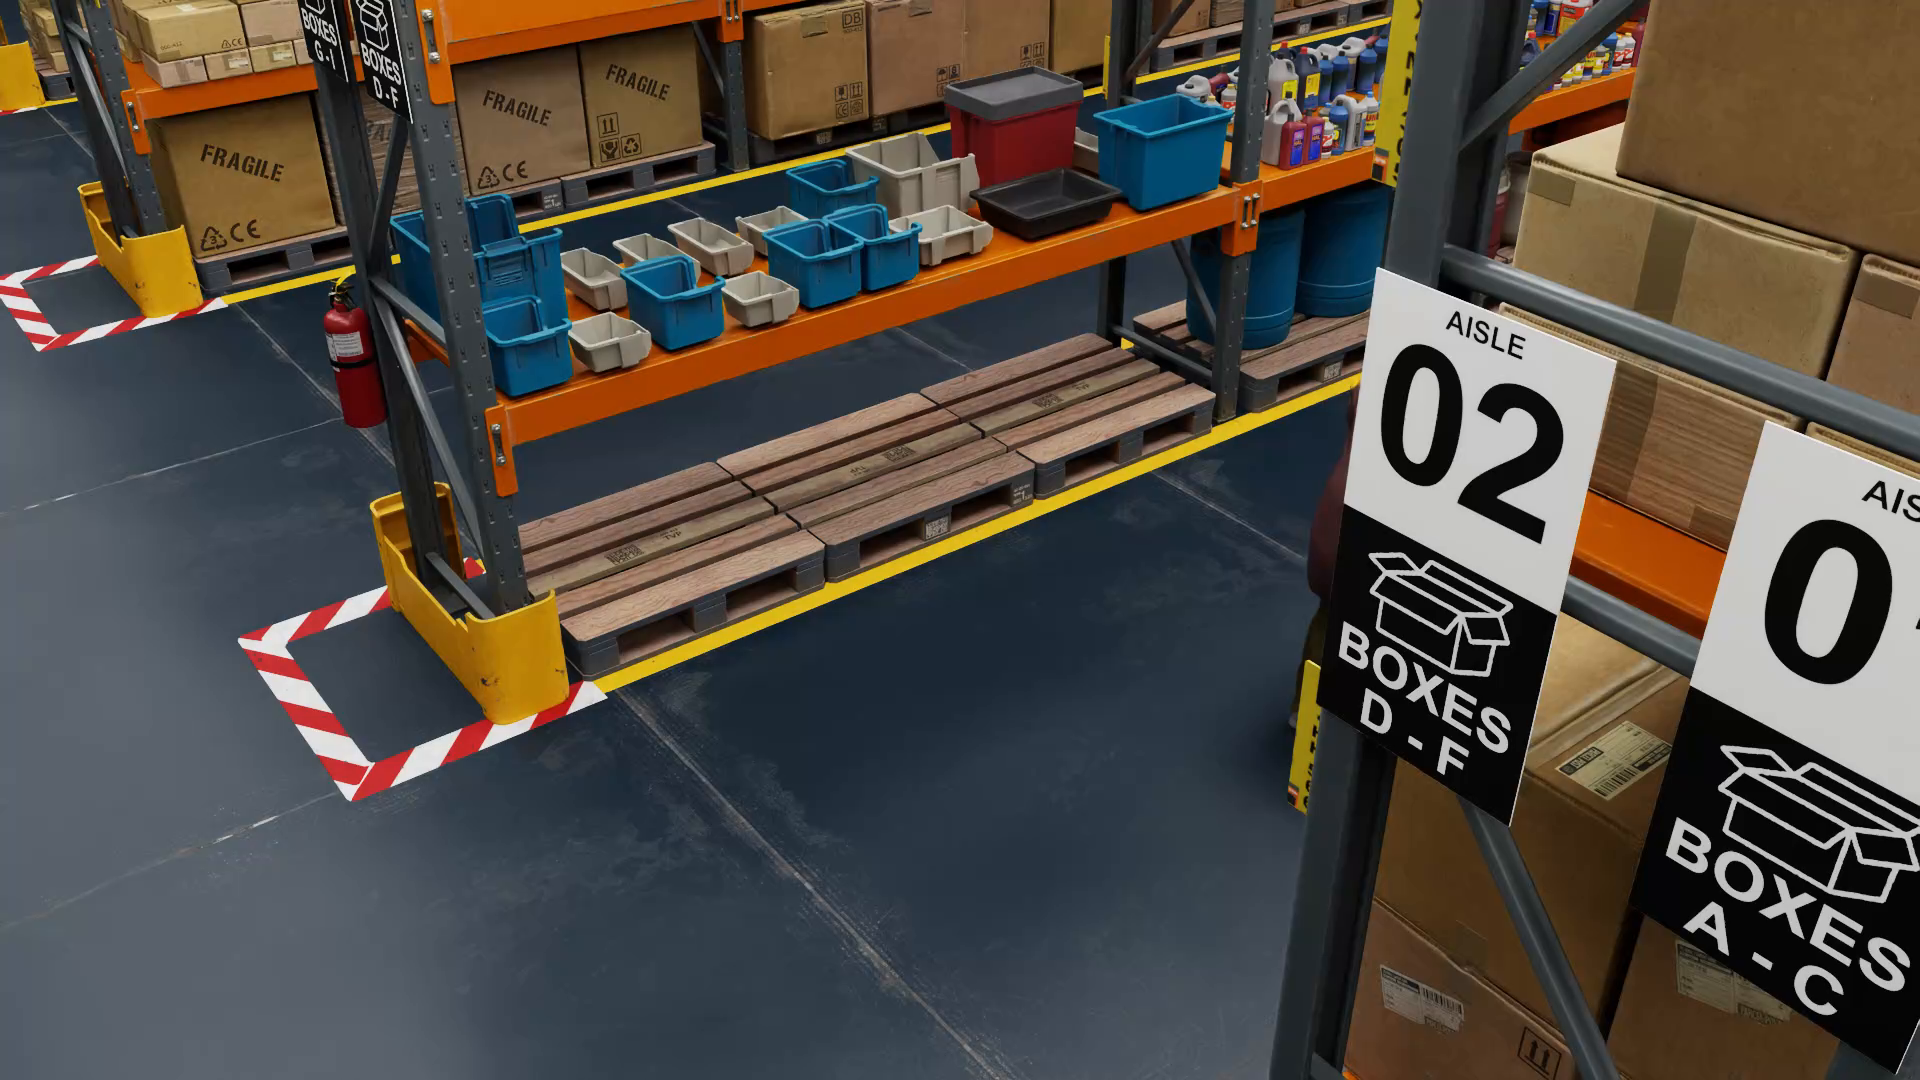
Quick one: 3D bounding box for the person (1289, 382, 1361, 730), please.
[{"bbox_3d":[1.605,-0.004,6.221,0.608,1.716,0.537,-23,38,-32],"label":"person"}]
